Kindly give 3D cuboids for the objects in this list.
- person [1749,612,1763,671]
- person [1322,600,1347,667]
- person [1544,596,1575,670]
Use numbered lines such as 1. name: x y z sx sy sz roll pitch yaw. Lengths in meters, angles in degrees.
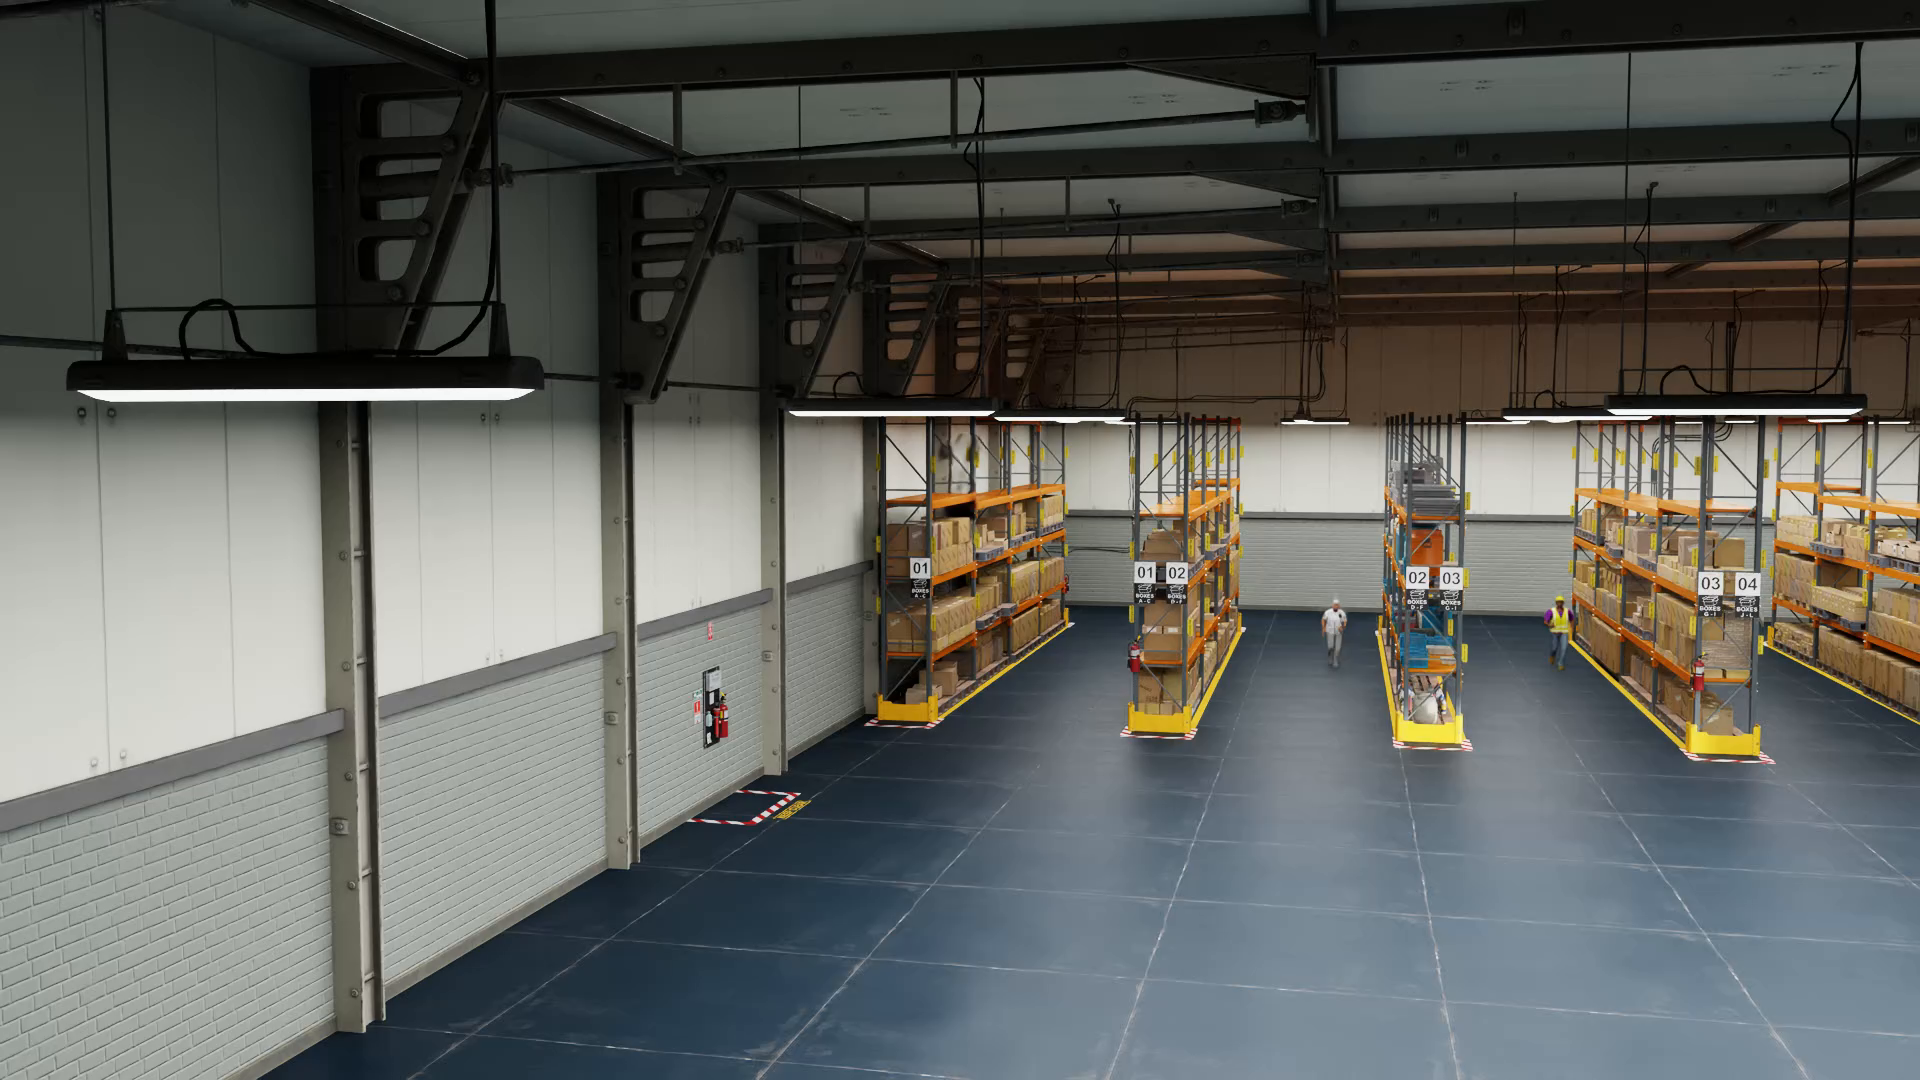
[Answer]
1. person: 18.385 2.229 38.890 0.711 1.765 0.880 1 4 12
2. person: 8.922 2.228 39.603 0.587 1.619 0.645 1 4 10
3. person: 14.204 2.196 39.394 0.714 1.733 0.791 1 4 10
